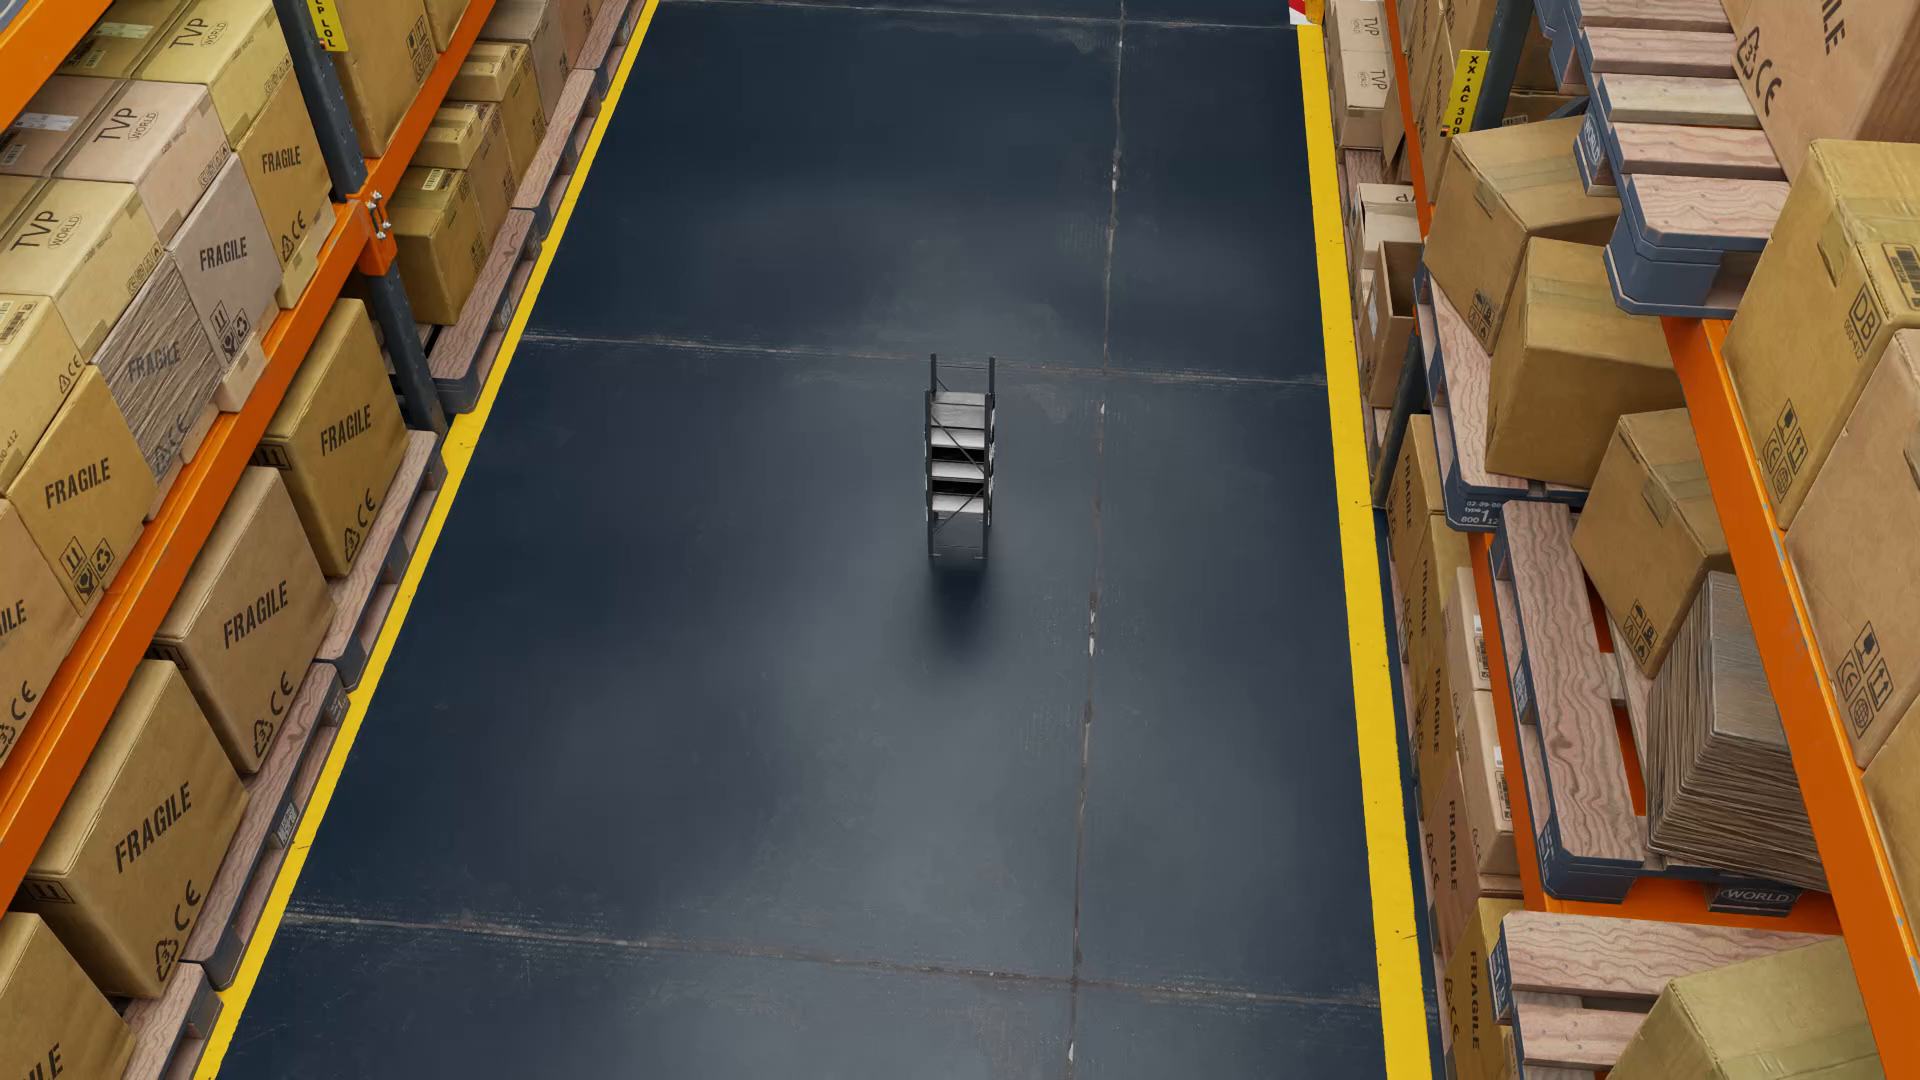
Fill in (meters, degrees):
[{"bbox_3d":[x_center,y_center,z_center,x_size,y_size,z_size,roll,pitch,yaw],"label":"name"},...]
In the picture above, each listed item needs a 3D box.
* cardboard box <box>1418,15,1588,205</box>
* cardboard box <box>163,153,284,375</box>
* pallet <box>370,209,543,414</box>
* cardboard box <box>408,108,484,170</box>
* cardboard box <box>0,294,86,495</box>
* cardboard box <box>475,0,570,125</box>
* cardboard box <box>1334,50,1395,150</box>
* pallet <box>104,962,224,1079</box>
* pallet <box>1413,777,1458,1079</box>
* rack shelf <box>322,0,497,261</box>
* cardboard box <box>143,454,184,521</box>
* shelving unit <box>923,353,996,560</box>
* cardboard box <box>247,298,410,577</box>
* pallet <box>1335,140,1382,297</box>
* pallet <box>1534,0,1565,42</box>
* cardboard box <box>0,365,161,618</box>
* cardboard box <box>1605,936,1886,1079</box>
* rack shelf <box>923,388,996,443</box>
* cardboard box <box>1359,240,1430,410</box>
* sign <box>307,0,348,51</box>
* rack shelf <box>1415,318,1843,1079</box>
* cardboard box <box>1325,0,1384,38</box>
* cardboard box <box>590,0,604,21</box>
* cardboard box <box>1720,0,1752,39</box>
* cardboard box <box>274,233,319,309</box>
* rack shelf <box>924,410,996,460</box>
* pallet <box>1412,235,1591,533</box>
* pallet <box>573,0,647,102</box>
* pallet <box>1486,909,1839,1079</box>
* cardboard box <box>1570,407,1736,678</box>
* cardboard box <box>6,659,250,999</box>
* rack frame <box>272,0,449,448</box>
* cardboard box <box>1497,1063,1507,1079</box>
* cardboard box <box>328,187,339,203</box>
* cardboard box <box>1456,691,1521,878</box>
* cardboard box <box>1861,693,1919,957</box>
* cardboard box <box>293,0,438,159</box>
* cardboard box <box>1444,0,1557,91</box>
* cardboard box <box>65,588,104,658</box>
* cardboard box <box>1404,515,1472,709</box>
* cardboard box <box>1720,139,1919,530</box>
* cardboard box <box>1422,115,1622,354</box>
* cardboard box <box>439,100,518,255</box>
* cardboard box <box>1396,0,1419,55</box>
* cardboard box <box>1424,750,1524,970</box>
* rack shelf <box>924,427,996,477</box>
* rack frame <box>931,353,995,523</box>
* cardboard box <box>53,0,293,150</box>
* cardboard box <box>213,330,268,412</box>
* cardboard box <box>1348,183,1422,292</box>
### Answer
[{"bbox_3d":[2.003,-1.568,6.110,0.500,0.500,0.500,5,48,4],"label":"cardboard box"},{"bbox_3d":[-2.548,-0.890,5.274,0.500,0.500,0.500,4,48,4],"label":"cardboard box"},{"bbox_3d":[-2.573,-1.093,7.632,1.003,0.211,1.213,4,48,4],"label":"pallet"},{"bbox_3d":[-2.337,-1.779,7.341,0.380,0.149,0.250,5,48,5],"label":"cardboard box"},{"bbox_3d":[-2.657,-0.390,4.308,0.500,0.250,0.500,3,48,3],"label":"cardboard box"},{"bbox_3d":[-2.411,-2.459,8.402,0.700,0.500,0.500,2,48,2],"label":"cardboard box"},{"bbox_3d":[2.154,-2.195,8.316,0.500,0.250,0.500,4,48,4],"label":"cardboard box"},{"bbox_3d":[-2.938,1.826,4.963,1.003,0.211,1.213,4,48,4],"label":"pallet"},{"bbox_3d":[2.068,1.290,5.453,1.003,0.211,1.213,4,48,4],"label":"pallet"},{"bbox_3d":[-2.538,-2.707,7.707,1.077,0.370,4.000,4,48,4],"label":"rack shelf"},{"bbox_3d":[-2.629,-0.204,5.087,0.380,0.149,0.250,3,48,2],"label":"cardboard box"},{"bbox_3d":[0.001,-0.310,6.449,0.258,0.900,0.210,4,48,4],"label":"shelving unit"},{"bbox_3d":[-2.650,-0.410,6.291,0.750,0.750,0.750,4,48,4],"label":"cardboard box"},{"bbox_3d":[2.385,-1.612,8.108,1.003,0.211,1.213,4,48,4],"label":"pallet"},{"bbox_3d":[2.084,-1.624,4.324,1.213,0.211,1.003,4,48,4],"label":"pallet"},{"bbox_3d":[-2.643,-0.154,4.601,0.500,0.500,0.500,5,48,5],"label":"cardboard box"},{"bbox_3d":[1.794,1.143,3.345,0.700,0.500,0.500,-11,48,-10],"label":"cardboard box"},{"bbox_3d":[0.001,-0.469,6.275,0.258,0.077,0.200,4,48,4],"label":"rack shelf"},{"bbox_3d":[1.982,-0.893,6.955,0.500,0.500,0.500,4,48,4],"label":"cardboard box"},{"bbox_3d":[-2.179,-1.815,5.672,0.100,0.325,0.005,4,48,4],"label":"sign"},{"bbox_3d":[2.031,0.562,4.716,1.077,0.370,4.000,4,48,4],"label":"rack shelf"},{"bbox_3d":[2.174,-2.813,8.938,0.380,0.166,0.250,4,48,4],"label":"cardboard box"},{"bbox_3d":[-2.320,-3.197,9.076,0.700,0.500,0.500,4,48,4],"label":"cardboard box"},{"bbox_3d":[2.055,-1.514,3.675,0.600,0.600,0.600,3,48,3],"label":"cardboard box"},{"bbox_3d":[-2.469,-0.948,5.767,0.380,0.149,0.250,5,48,4],"label":"cardboard box"},{"bbox_3d":[0.001,-0.409,6.341,0.258,0.077,0.200,4,48,4],"label":"rack shelf"},{"bbox_3d":[2.031,-0.505,5.335,1.003,0.211,1.213,4,48,4],"label":"pallet"},{"bbox_3d":[-2.351,-2.886,9.272,1.003,0.211,1.213,4,48,4],"label":"pallet"},{"bbox_3d":[1.840,1.351,3.637,1.213,0.211,1.003,4,48,4],"label":"pallet"},{"bbox_3d":[2.113,-0.023,4.412,0.700,0.500,0.500,-7,48,-6],"label":"cardboard box"},{"bbox_3d":[-2.801,0.868,5.122,0.750,0.750,0.750,4,48,3],"label":"cardboard box"},{"bbox_3d":[-2.720,-1.480,6.097,1.000,3.000,0.127,4,48,4],"label":"rack frame"},{"bbox_3d":[1.700,1.781,4.510,0.500,0.500,0.500,6,48,5],"label":"cardboard box"},{"bbox_3d":[-2.761,-1.447,7.036,0.380,0.149,0.250,4,48,3],"label":"cardboard box"},{"bbox_3d":[1.790,0.735,4.959,0.500,0.250,0.500,3,48,3],"label":"cardboard box"},{"bbox_3d":[1.855,0.420,2.258,0.910,0.500,0.500,4,48,4],"label":"cardboard box"},{"bbox_3d":[-2.655,-1.979,6.350,0.980,0.700,0.700,5,48,4],"label":"cardboard box"},{"bbox_3d":[2.001,-1.910,5.745,0.500,0.500,0.500,4,48,4],"label":"cardboard box"},{"bbox_3d":[-2.695,0.183,4.733,0.380,0.149,0.250,4,48,4],"label":"cardboard box"},{"bbox_3d":[1.889,0.277,5.886,0.500,0.500,0.500,4,48,4],"label":"cardboard box"},{"bbox_3d":[1.949,-0.337,2.950,0.910,0.500,0.500,4,48,4],"label":"cardboard box"},{"bbox_3d":[1.947,-0.992,5.299,0.700,0.500,0.500,-11,48,-10],"label":"cardboard box"},{"bbox_3d":[-2.501,-1.690,7.698,0.700,0.500,0.500,3,48,3],"label":"cardboard box"},{"bbox_3d":[2.093,-2.325,6.802,0.500,0.500,0.500,5,48,4],"label":"cardboard box"},{"bbox_3d":[1.789,1.015,5.211,0.500,0.500,0.500,2,48,2],"label":"cardboard box"},{"bbox_3d":[0.001,-0.348,6.408,0.258,0.077,0.200,4,48,4],"label":"rack shelf"},{"bbox_3d":[0.010,-0.384,6.518,0.240,0.900,0.006,4,48,4],"label":"rack frame"},{"bbox_3d":[-2.508,-1.514,5.337,0.500,0.250,0.500,5,48,4],"label":"cardboard box"},{"bbox_3d":[-2.503,-0.562,5.414,0.380,0.149,0.250,4,48,4],"label":"cardboard box"},{"bbox_3d":[2.051,-1.380,7.529,0.500,0.311,0.500,4,48,4],"label":"cardboard box"}]
